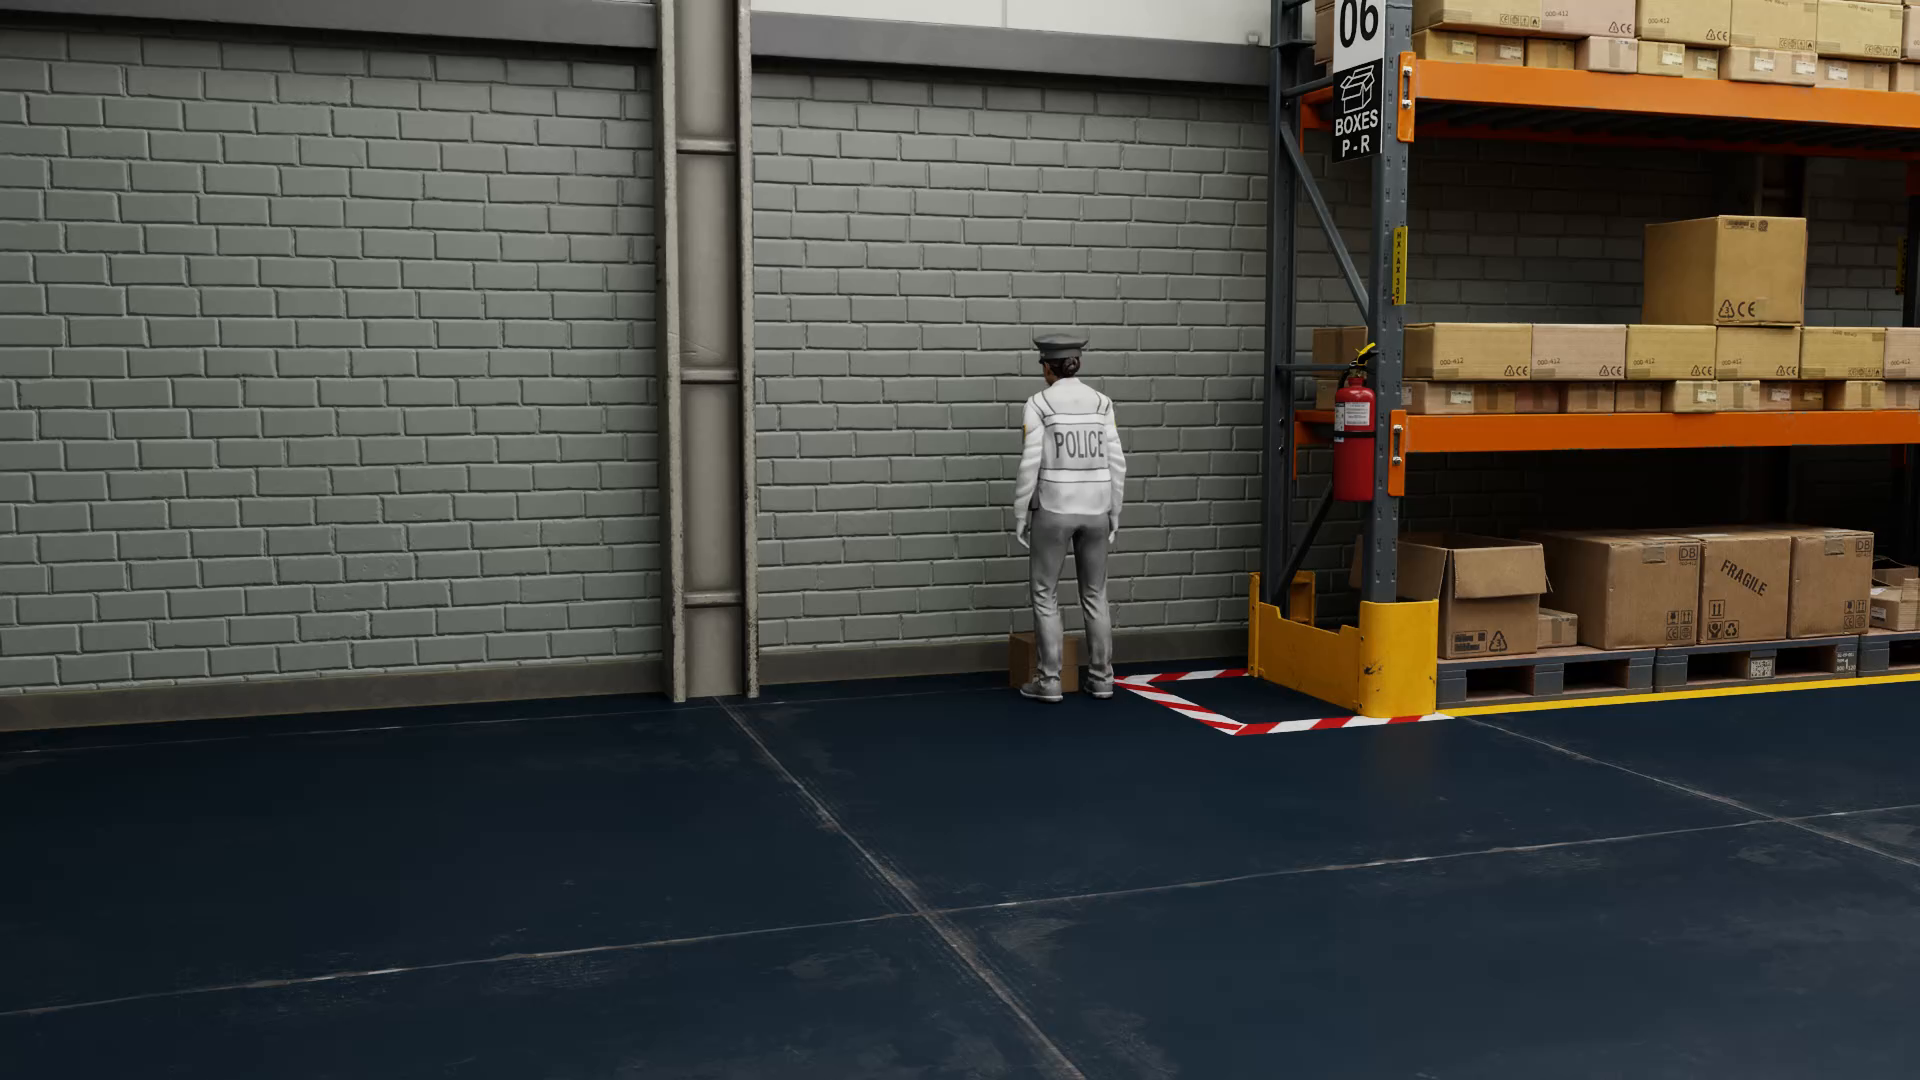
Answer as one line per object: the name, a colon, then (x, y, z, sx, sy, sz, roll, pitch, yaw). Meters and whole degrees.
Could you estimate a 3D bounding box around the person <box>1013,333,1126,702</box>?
person: (0.490, -0.101, 7.536, 0.526, 1.663, 0.376, -2, 6, -19)
